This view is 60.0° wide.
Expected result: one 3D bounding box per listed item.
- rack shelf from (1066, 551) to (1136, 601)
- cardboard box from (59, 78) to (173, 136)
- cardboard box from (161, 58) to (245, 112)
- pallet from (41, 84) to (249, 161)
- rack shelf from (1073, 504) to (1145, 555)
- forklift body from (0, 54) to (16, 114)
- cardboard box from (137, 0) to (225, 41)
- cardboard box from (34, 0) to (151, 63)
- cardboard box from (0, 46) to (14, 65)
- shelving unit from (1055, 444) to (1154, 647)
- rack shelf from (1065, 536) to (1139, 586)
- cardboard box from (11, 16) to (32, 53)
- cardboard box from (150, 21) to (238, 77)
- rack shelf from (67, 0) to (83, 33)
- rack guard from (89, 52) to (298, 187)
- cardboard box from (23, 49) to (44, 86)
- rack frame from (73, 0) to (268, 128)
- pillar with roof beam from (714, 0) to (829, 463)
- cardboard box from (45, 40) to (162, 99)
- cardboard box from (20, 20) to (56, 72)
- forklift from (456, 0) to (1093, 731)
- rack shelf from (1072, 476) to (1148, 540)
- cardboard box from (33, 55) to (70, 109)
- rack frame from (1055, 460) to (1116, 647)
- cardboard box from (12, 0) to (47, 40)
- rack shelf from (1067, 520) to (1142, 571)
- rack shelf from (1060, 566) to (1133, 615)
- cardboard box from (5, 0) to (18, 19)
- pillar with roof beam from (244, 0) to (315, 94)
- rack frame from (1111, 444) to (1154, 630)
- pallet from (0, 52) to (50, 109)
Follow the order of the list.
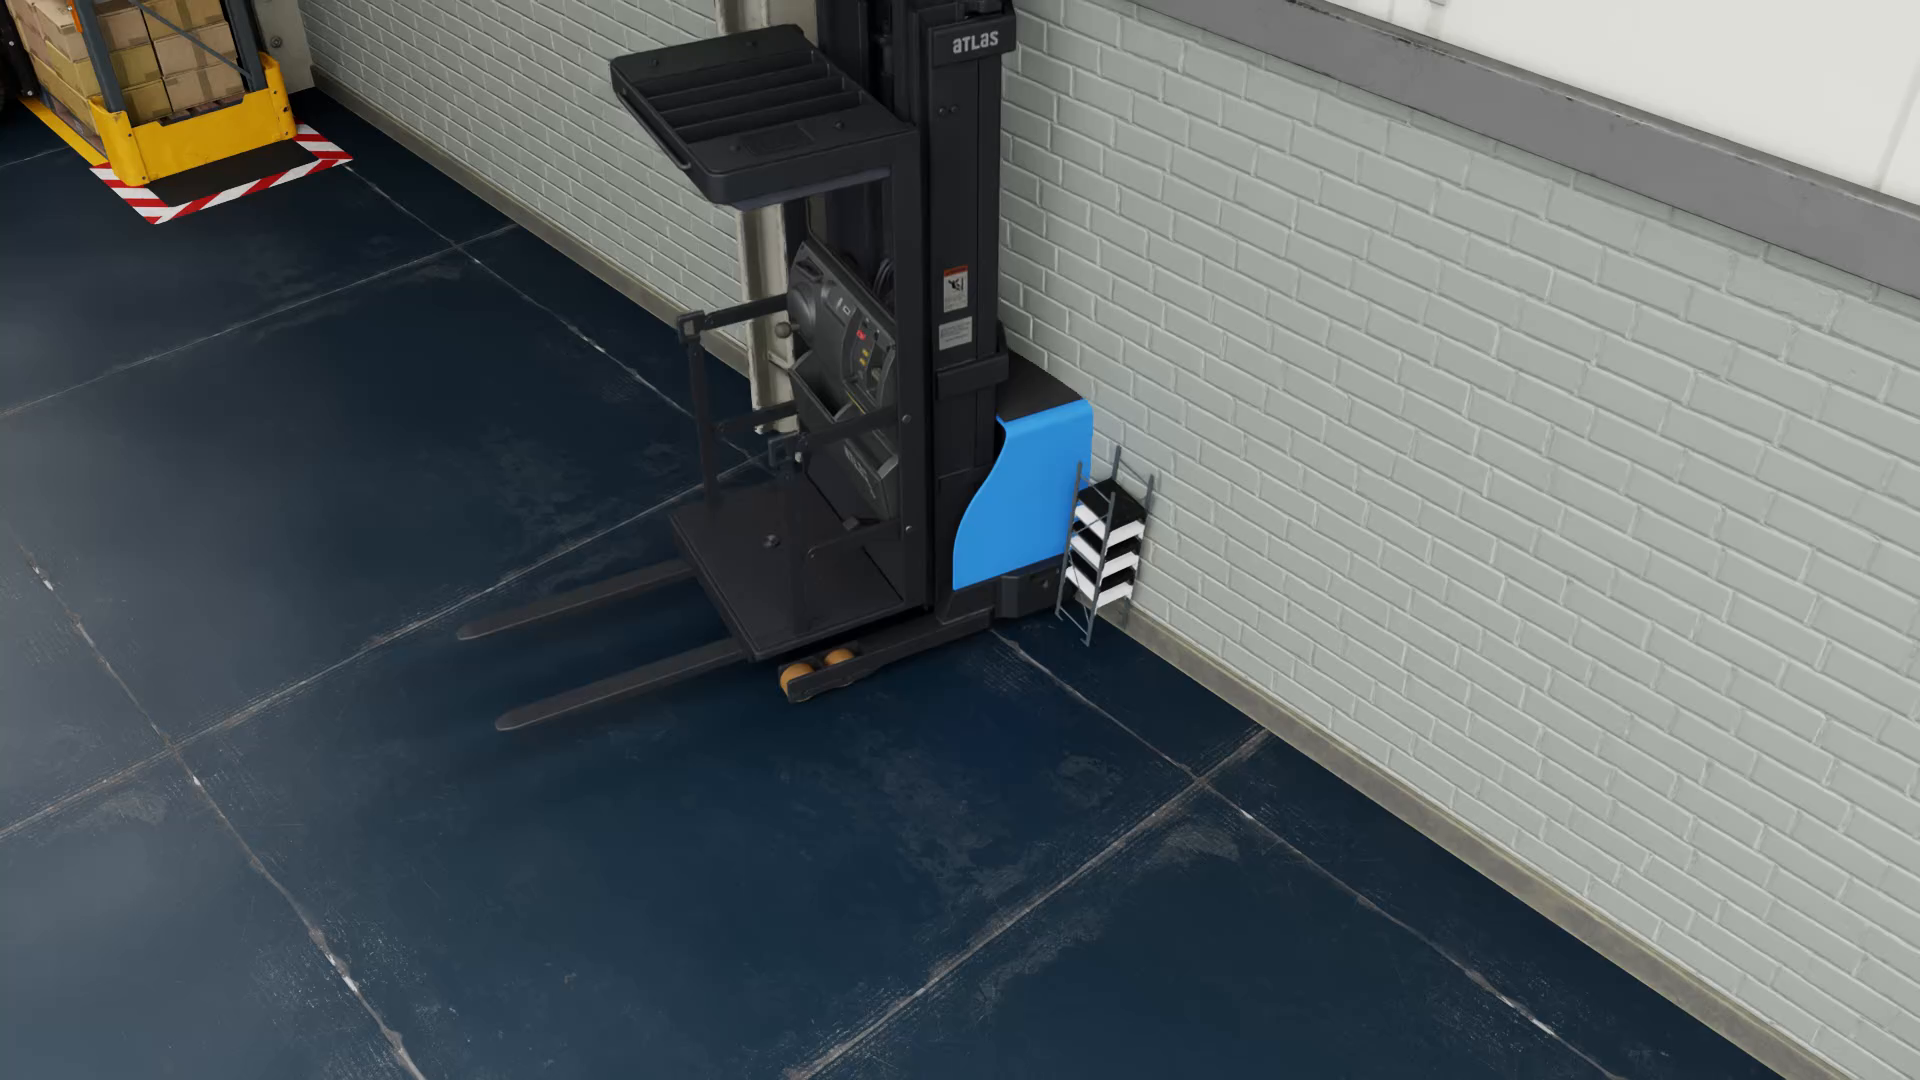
[{"bbox_3d":[0.603,0.126,7.214,0.200,0.077,0.258,-23,50,-27],"label":"rack shelf"},{"bbox_3d":[-5.629,-2.962,11.092,0.500,0.250,0.500,-30,47,-31],"label":"cardboard box"},{"bbox_3d":[-5.266,-3.189,11.373,0.500,0.250,0.500,-30,48,-32],"label":"cardboard box"},{"bbox_3d":[-5.626,-3.036,11.549,1.003,0.211,1.213,-30,48,-32],"label":"pallet"},{"bbox_3d":[0.621,-0.071,7.030,0.200,0.077,0.258,-23,50,-27],"label":"rack shelf"},{"bbox_3d":[-7.704,-3.557,10.650,2.313,2.155,1.214,-30,48,-32],"label":"forklift body"},{"bbox_3d":[-5.264,-3.571,11.050,0.500,0.250,0.500,-31,48,-32],"label":"cardboard box"},{"bbox_3d":[-5.619,-3.348,10.775,0.500,0.250,0.500,-28,47,-30],"label":"cardboard box"},{"bbox_3d":[-6.657,-3.662,11.959,0.500,0.250,0.500,-28,47,-30],"label":"cardboard box"},{"bbox_3d":[0.611,0.036,7.130,0.210,0.900,0.258,-23,50,-27],"label":"shelving unit"},{"bbox_3d":[0.609,0.060,7.153,0.200,0.077,0.258,-23,50,-27],"label":"rack shelf"},{"bbox_3d":[-6.333,-3.632,11.524,0.500,0.250,0.500,-31,48,-33],"label":"cardboard box"},{"bbox_3d":[-5.243,-3.379,11.211,0.500,0.250,0.500,-29,47,-31],"label":"cardboard box"},{"bbox_3d":[-6.431,-4.431,11.629,1.077,0.370,4.000,-30,48,-32],"label":"rack shelf"},{"bbox_3d":[-5.062,-2.801,11.029,1.175,0.500,0.348,-30,48,-32],"label":"rack guard"},{"bbox_3d":[-6.290,-3.431,11.673,0.500,0.250,0.500,-29,47,-31],"label":"cardboard box"},{"bbox_3d":[-5.078,-3.785,10.257,1.000,3.000,0.127,-30,48,-32],"label":"rack frame"},{"bbox_3d":[-3.998,-2.218,3.542,9.100,9.000,0.400,-30,48,-32],"label":"pillar with roof beam"},{"bbox_3d":[-5.638,-3.166,10.946,0.500,0.250,0.500,-31,48,-32],"label":"cardboard box"},{"bbox_3d":[-5.969,-3.402,11.239,0.500,0.250,0.500,-30,48,-32],"label":"cardboard box"},{"bbox_3d":[-0.665,-0.831,6.654,3.031,2.935,1.130,-18,42,-21],"label":"forklift"},{"bbox_3d":[0.627,-0.137,6.969,0.200,0.077,0.258,-23,50,-27],"label":"rack shelf"},{"bbox_3d":[-5.958,-3.196,11.382,0.500,0.250,0.500,-30,48,-32],"label":"cardboard box"},{"bbox_3d":[0.528,0.072,7.084,0.006,0.900,0.240,-23,50,-27],"label":"rack frame"},{"bbox_3d":[-5.969,-3.582,11.064,0.500,0.250,0.500,-29,47,-31],"label":"cardboard box"},{"bbox_3d":[0.615,-0.005,7.091,0.200,0.077,0.258,-23,50,-27],"label":"rack shelf"},{"bbox_3d":[0.597,0.192,7.275,0.200,0.077,0.258,-23,50,-27],"label":"rack shelf"},{"bbox_3d":[-6.318,-3.811,11.348,0.500,0.250,0.500,-29,47,-31],"label":"cardboard box"},{"bbox_3d":[-8.056,-4.995,6.980,9.100,9.000,0.400,-30,48,-32],"label":"pillar with roof beam"},{"bbox_3d":[0.695,0.001,7.176,0.006,0.900,0.240,-23,50,-27],"label":"rack frame"},{"bbox_3d":[-6.447,-3.601,12.248,1.003,0.211,1.213,-30,48,-32],"label":"pallet"}]
